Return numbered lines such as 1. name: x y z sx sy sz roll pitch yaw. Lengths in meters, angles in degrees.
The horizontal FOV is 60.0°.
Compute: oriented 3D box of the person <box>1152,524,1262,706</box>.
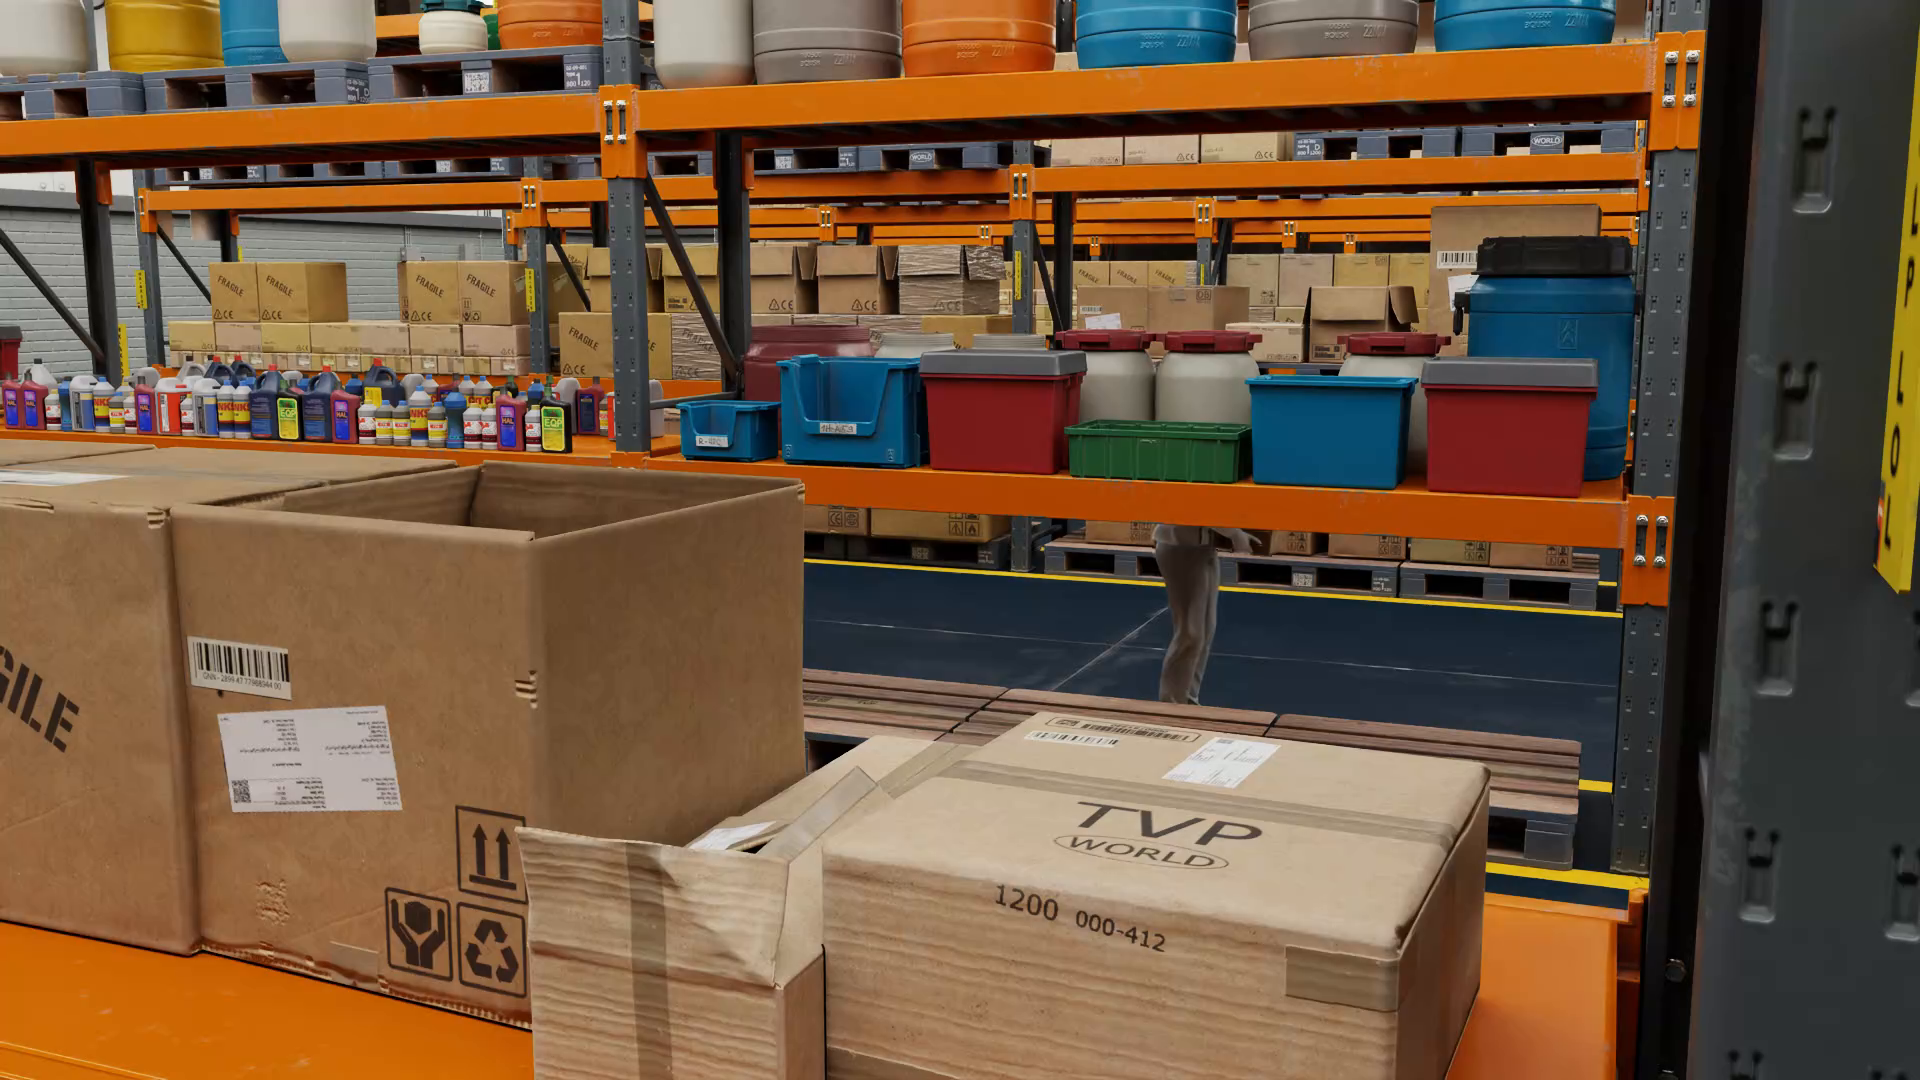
1. person: 1.108 0.047 7.450 0.540 1.691 0.474 3 9 21
